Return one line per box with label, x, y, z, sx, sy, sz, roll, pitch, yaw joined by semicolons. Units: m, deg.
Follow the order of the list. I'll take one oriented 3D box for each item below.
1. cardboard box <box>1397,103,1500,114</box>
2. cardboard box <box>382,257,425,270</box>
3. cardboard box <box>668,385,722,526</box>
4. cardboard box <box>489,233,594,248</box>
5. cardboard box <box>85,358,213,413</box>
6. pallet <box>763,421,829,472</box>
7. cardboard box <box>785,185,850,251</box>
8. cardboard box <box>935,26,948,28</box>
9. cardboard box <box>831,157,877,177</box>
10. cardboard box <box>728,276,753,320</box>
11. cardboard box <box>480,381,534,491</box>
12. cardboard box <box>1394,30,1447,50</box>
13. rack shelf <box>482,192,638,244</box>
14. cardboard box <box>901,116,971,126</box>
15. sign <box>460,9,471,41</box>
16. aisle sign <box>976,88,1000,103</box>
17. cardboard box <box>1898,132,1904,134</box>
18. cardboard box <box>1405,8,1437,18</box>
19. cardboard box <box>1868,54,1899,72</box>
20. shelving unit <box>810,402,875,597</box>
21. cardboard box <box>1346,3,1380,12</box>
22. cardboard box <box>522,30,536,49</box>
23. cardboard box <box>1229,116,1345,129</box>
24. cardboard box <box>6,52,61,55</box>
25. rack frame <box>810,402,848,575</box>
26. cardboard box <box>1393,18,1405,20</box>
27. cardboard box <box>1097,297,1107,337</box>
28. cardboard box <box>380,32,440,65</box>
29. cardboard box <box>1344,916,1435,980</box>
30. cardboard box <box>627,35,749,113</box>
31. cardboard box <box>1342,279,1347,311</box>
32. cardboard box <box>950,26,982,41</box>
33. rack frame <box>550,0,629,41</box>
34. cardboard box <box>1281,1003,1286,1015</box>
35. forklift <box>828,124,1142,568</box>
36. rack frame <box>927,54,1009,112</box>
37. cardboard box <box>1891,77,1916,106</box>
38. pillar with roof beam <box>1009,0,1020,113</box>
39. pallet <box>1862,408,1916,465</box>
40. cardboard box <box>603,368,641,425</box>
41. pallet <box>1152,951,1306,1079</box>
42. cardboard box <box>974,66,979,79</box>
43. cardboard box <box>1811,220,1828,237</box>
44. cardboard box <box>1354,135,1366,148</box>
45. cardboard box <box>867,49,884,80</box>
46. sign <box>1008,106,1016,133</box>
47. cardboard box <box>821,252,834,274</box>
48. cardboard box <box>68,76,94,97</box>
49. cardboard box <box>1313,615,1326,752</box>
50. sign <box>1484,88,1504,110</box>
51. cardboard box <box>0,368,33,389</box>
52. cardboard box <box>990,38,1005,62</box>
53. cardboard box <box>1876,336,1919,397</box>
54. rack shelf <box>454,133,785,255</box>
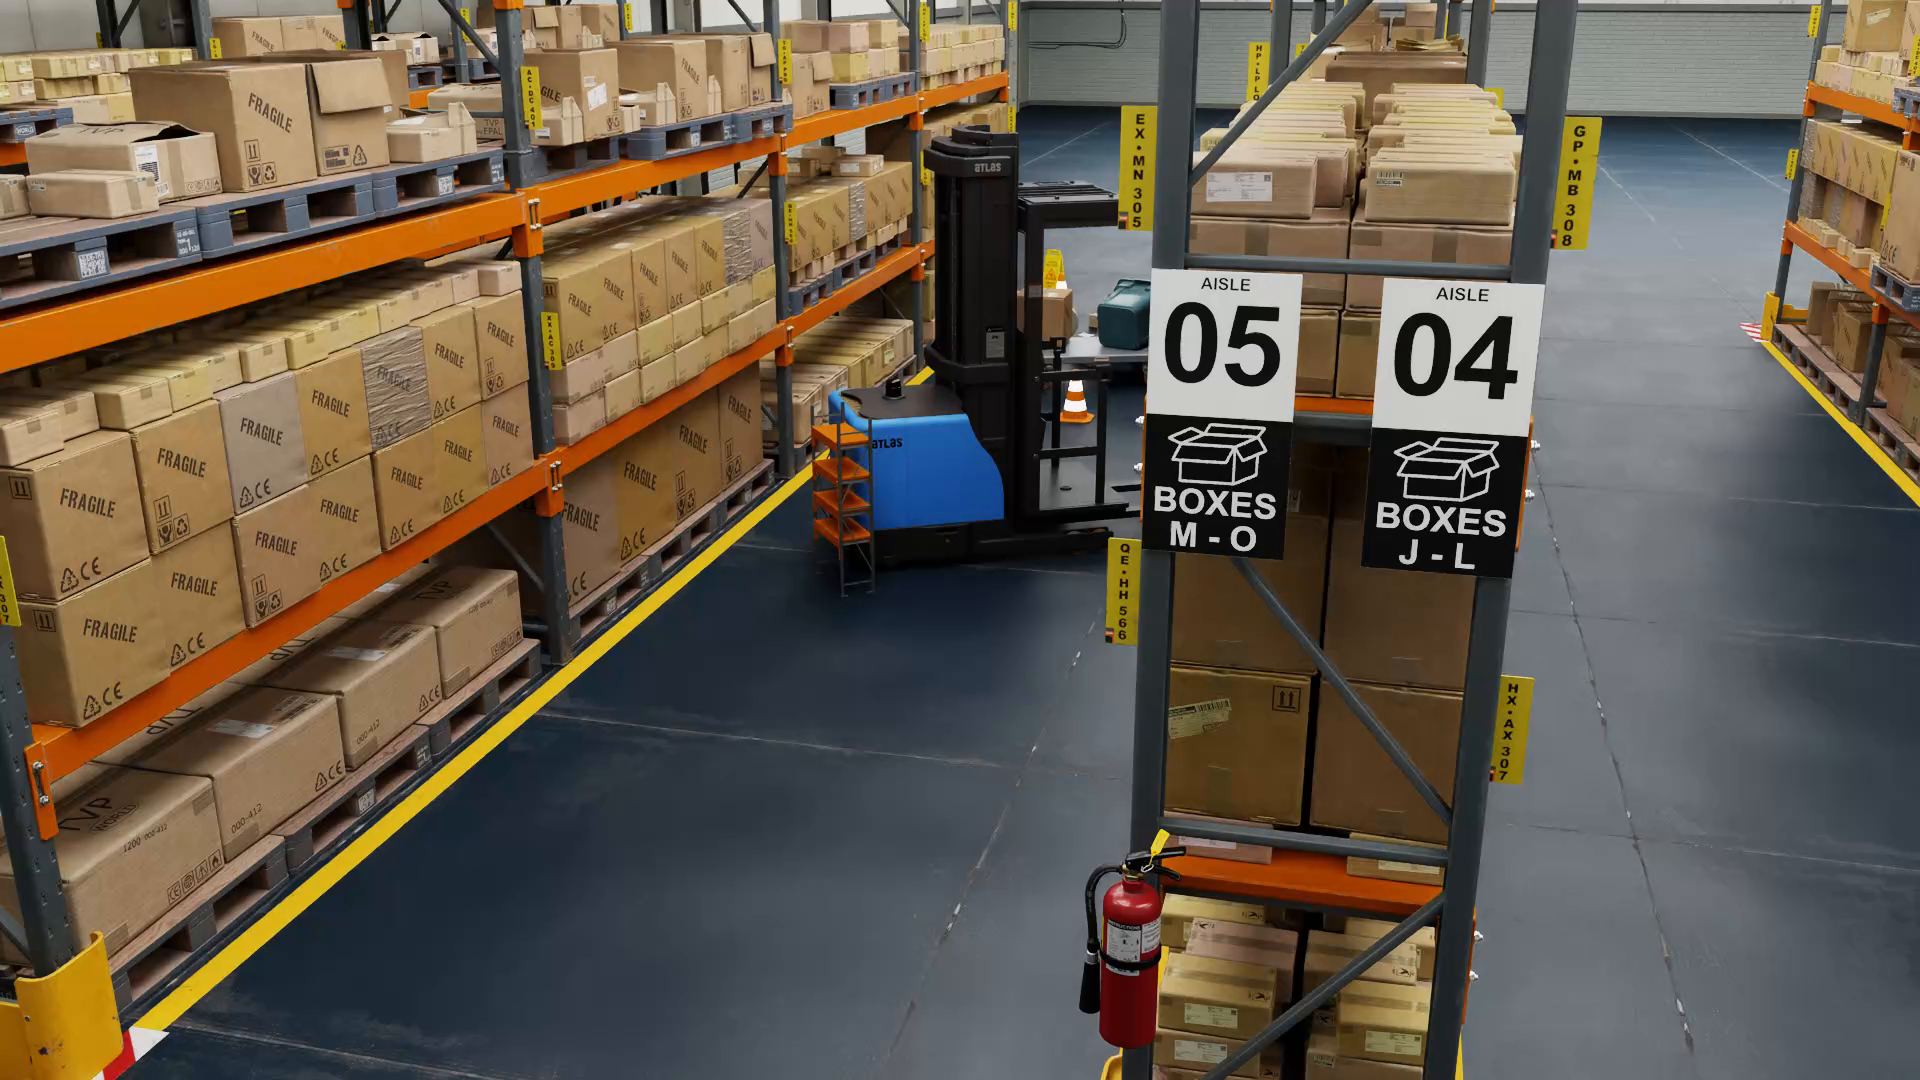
cardboard box;1.884;-1.601;6.436;0.380;0.149;0.250;5;19;13
cardboard box;-3.167;-1.463;9.125;0.380;0.149;0.250;4;19;13
cardboard box;-2.333;-0.672;12.151;0.875;0.875;0.875;5;19;14
cardboard box;-2.711;-1.714;10.864;0.500;0.500;0.500;5;20;15
cardboard box;-3.244;-0.621;6.660;0.380;0.149;0.250;4;19;12
pallet;-1.669;-0.893;14.475;1.003;0.211;1.213;5;19;13
cardboard box;-1.283;-2.808;14.504;0.500;0.500;0.500;5;19;14
cardboard box;-0.358;-5.904;19.347;0.380;0.149;0.250;5;19;13
cardboard box;-0.978;-3.448;15.373;0.380;0.149;0.250;4;19;11
cardboard box;-1.855;-1.800;12.276;0.500;0.250;0.500;4;19;12
cardboard box;-2.704;-0.596;9.136;0.500;0.500;0.500;5;19;14
cardboard box;3.117;-3.290;11.200;0.396;0.266;0.258;5;19;13
rack shelf;-5.209;-3.899;20.074;1.077;0.370;4.000;5;19;13
cardboard box;-0.271;-4.317;18.024;0.700;0.500;0.500;4;19;12
sign;-5.170;-5.385;17.387;0.100;0.325;0.005;5;19;13
aisle sign;0.390;-5.702;20.218;0.394;0.787;0.004;5;19;13
cardboard box;9.437;-3.692;16.194;0.500;0.500;0.500;5;19;13
cardboard box;4.483;-5.033;15.991;0.380;0.149;0.250;4;19;13
cardboard box;8.842;-4.514;15.737;0.380;0.149;0.250;6;20;16
shelving unit;-0.786;-0.276;11.138;0.258;1.200;0.503;-9;21;-24
cardboard box;4.466;-5.882;18.477;0.380;0.149;0.250;5;19;14
cardboard box;-5.041;-5.655;18.867;0.396;0.266;0.258;4;19;12
cardboard box;1.149;-1.401;5.850;0.380;0.149;0.250;5;20;15
cardboard box;-7.202;-3.700;12.895;0.380;0.149;0.250;5;20;15
rack frame;-0.889;-0.347;11.348;0.240;1.200;0.015;-9;21;-24
cardboard box;4.946;-5.519;18.032;0.500;0.250;0.500;5;19;13
cardboard box;1.899;-2.314;17.973;0.797;0.637;0.503;5;19;13
cardboard box;-5.639;-4.989;16.847;0.500;0.311;0.500;4;19;12
cardboard box;1.603;1.466;6.096;0.380;0.149;0.250;5;19;13
cardboard box;-1.919;-3.308;11.786;0.700;0.500;0.500;4;19;11
cardboard box;1.115;-0.928;5.855;0.500;0.250;0.500;6;20;16
cardboard box;0.040;-5.789;19.010;0.380;0.149;0.250;5;19;14
rack frame;-4.721;-7.705;20.823;1.000;3.000;0.127;5;19;13
cardboard box;1.048;1.703;6.321;0.380;0.149;0.250;5;19;13
forklift;0.608;-1.441;11.873;3.031;2.935;1.130;-5;20;-15
rack frame;0.093;-4.475;20.649;1.000;3.000;0.127;5;19;13
cardboard box;8.584;-3.951;14.705;0.500;0.250;0.500;5;20;15
pillar with roof beam;5.739;-16.621;46.927;9.100;9.000;0.400;5;19;13
pallet;8.537;-0.875;14.423;1.003;0.211;1.213;5;19;13
cardboard box;-2.350;-0.922;10.479;0.500;0.250;0.500;4;19;12
pallet;1.260;1.943;6.172;1.003;0.211;1.213;5;19;13
cardboard box;0.009;-5.325;18.884;0.380;0.149;0.250;5;19;13
cardboard box;9.206;-3.269;17.506;0.380;0.149;0.250;5;19;13
cardboard box;1.373;-1.495;6.743;0.500;0.250;0.500;5;19;14
cardboard box;-1.015;-4.416;15.417;0.500;0.250;0.500;5;19;14
sign;0.627;-5.122;20.264;0.100;0.325;0.005;5;19;13
cardboard box;-1.301;-2.387;14.275;0.380;0.149;0.250;5;19;14
cardboard box;-6.827;-3.450;12.622;0.380;0.149;0.250;5;19;14
cardboard box;1.493;0.422;5.696;0.500;0.500;0.500;5;19;13
sign;2.514;-1.978;7.898;0.100;0.325;0.005;5;19;13
cardboard box;-3.902;-0.585;6.554;0.380;0.149;0.250;4;19;13
cardboard box;0.230;-5.783;19.608;0.500;0.250;0.500;4;19;13
cardboard box;8.862;-1.577;15.381;0.500;0.500;0.500;4;19;12
rack shelf;-2.350;-2.420;11.104;1.077;0.370;4.000;5;19;13
